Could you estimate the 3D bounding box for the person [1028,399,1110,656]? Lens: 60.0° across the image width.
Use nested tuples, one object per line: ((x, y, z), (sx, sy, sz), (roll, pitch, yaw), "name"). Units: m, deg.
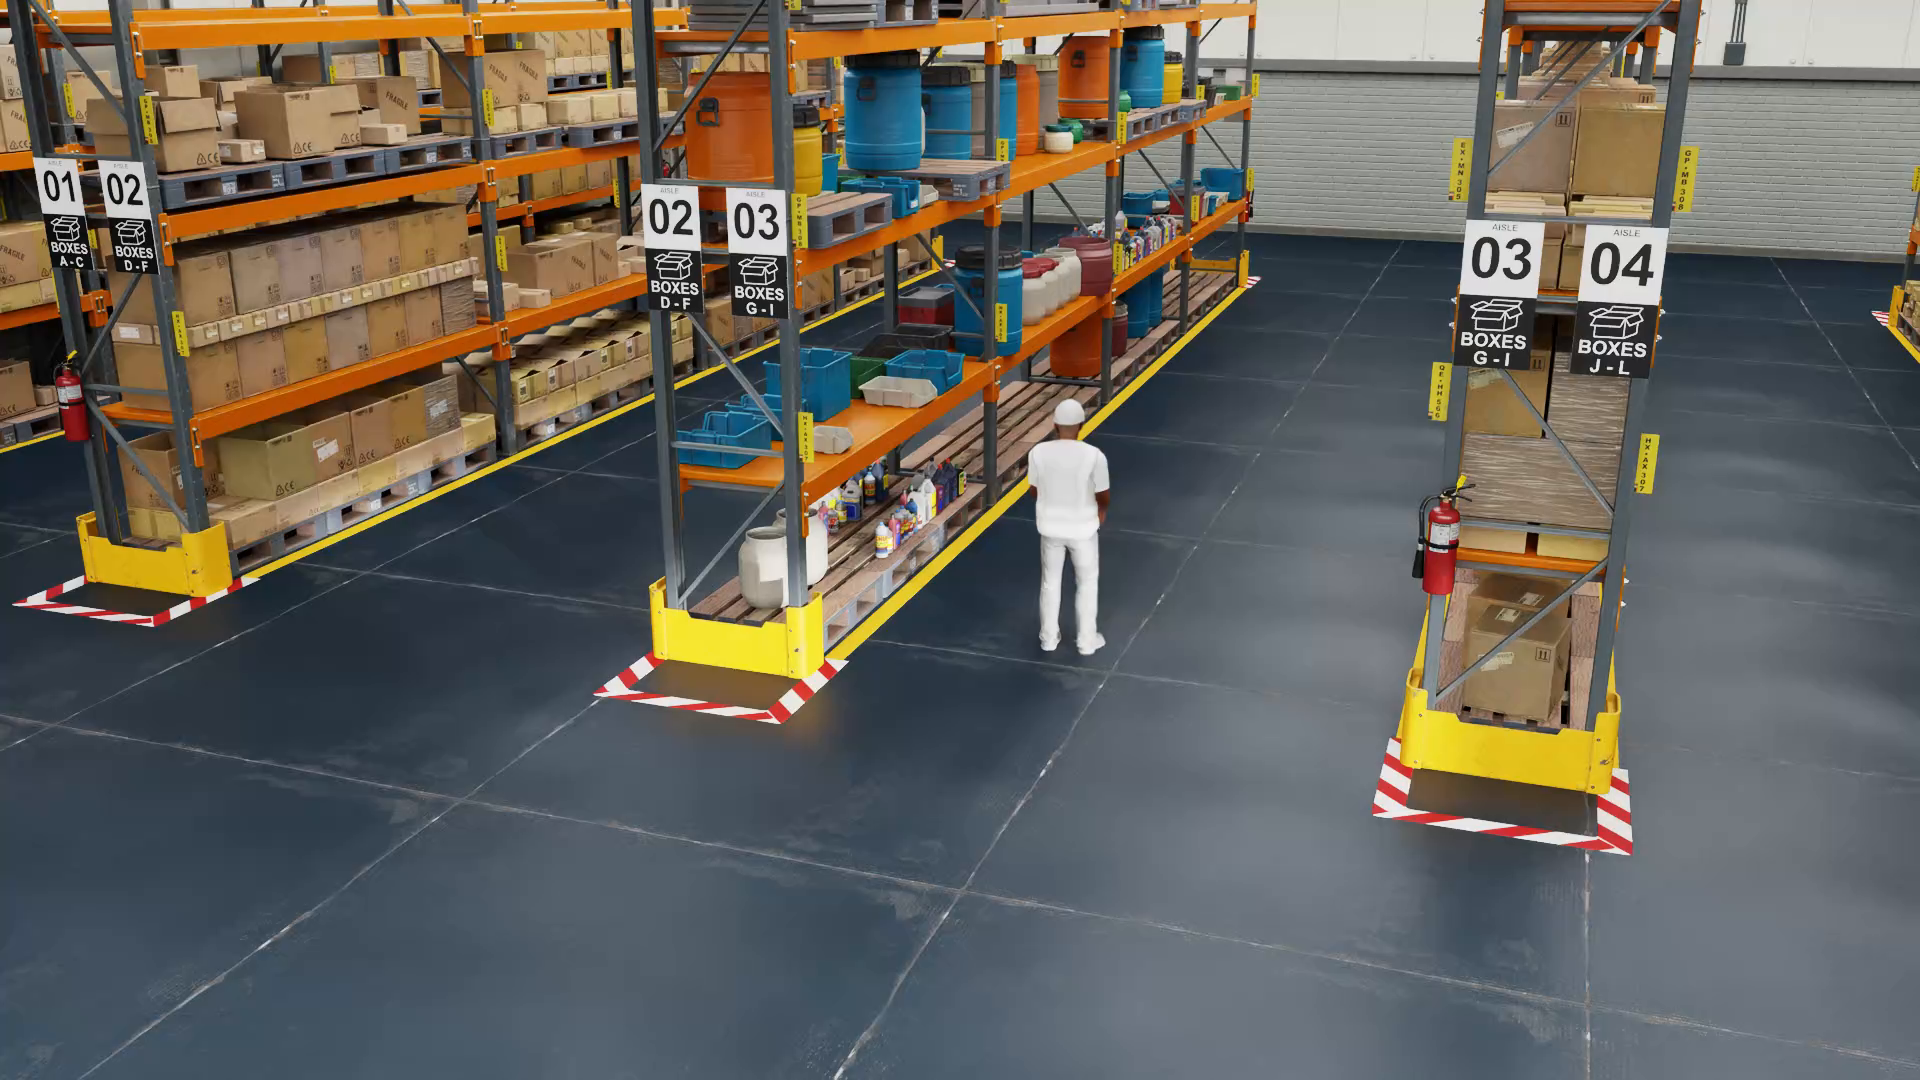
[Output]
((0.750, -0.103, 11.329), (0.562, 1.768, 0.509), (6, 19, 18), "person")
